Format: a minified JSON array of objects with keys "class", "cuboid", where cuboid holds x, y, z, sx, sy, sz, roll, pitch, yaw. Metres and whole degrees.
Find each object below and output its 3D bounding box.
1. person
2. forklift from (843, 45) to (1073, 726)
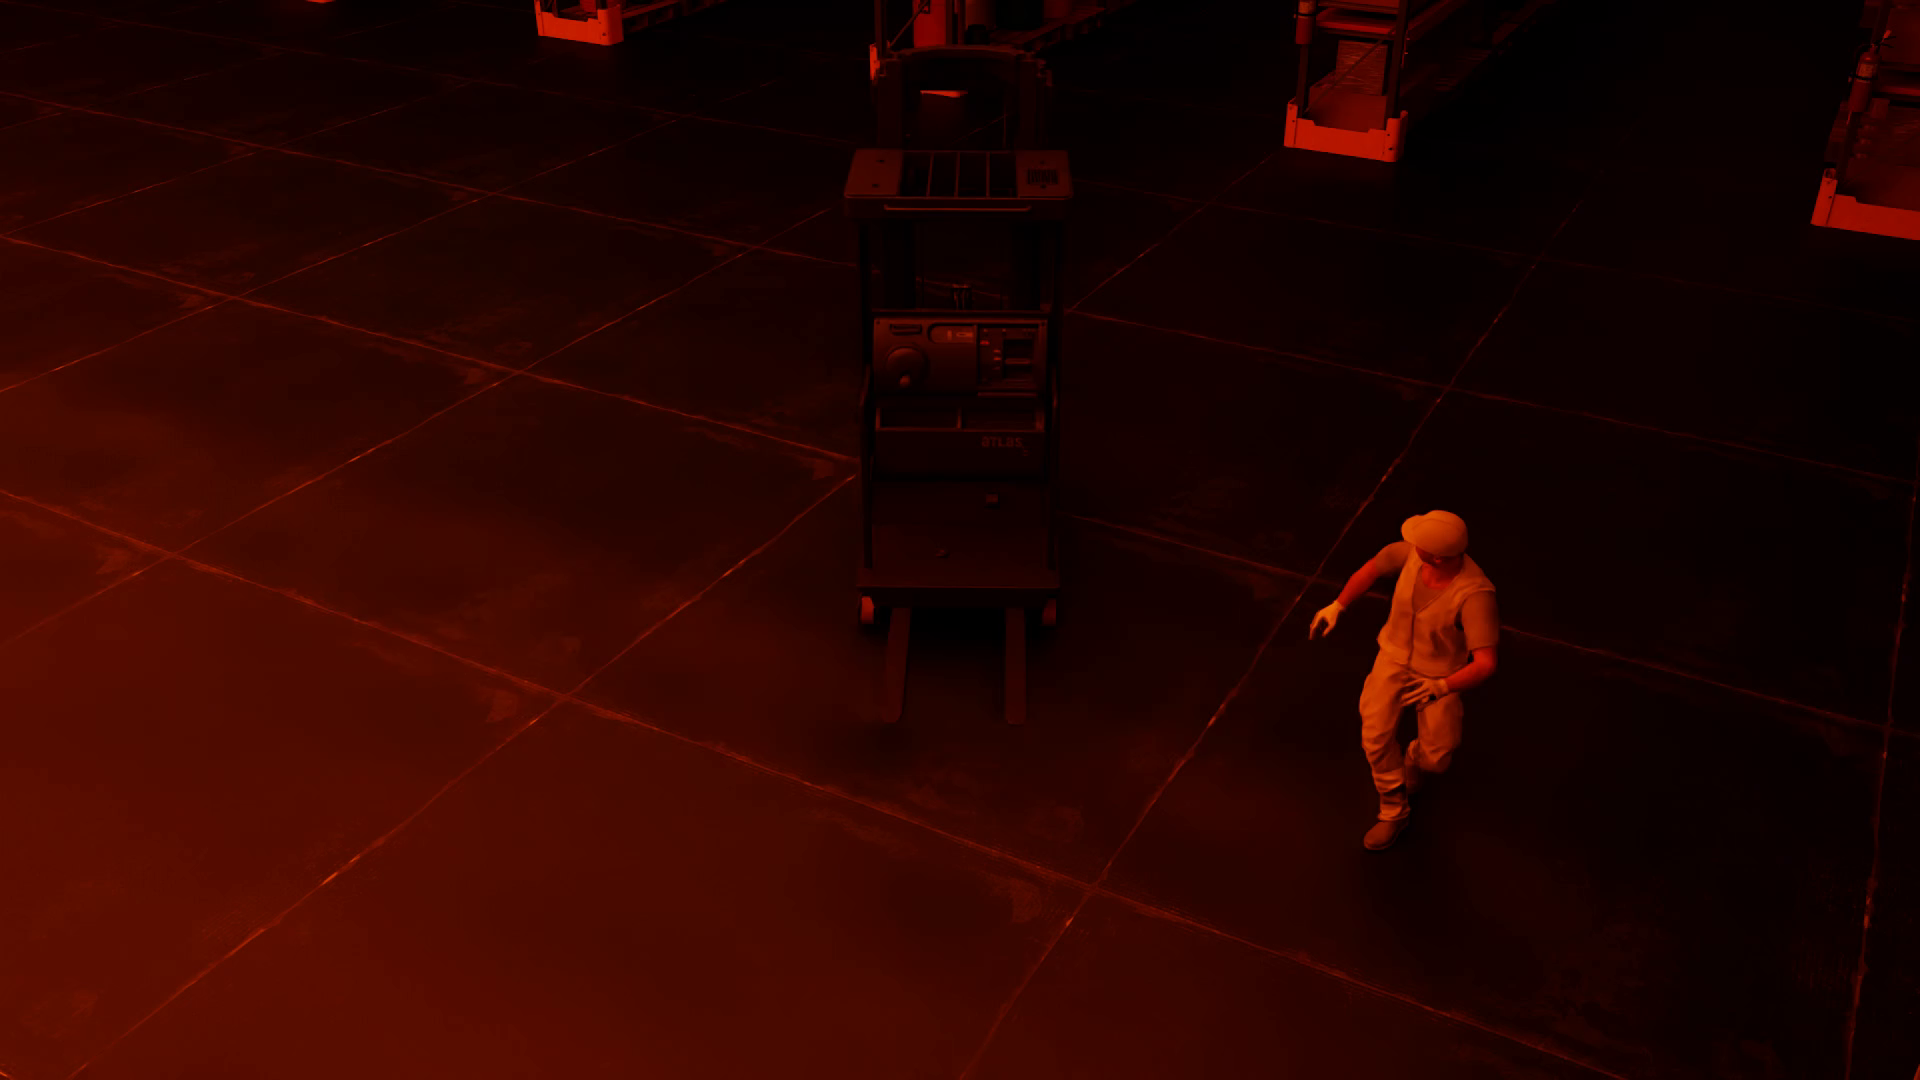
[{"class":"person","cuboid":[1.924,0.574,7.366,0.895,1.644,0.852,20,35,30]},{"class":"forklift","cuboid":[0.000,-0.946,8.710,1.130,2.935,3.031,1,30,1]}]
